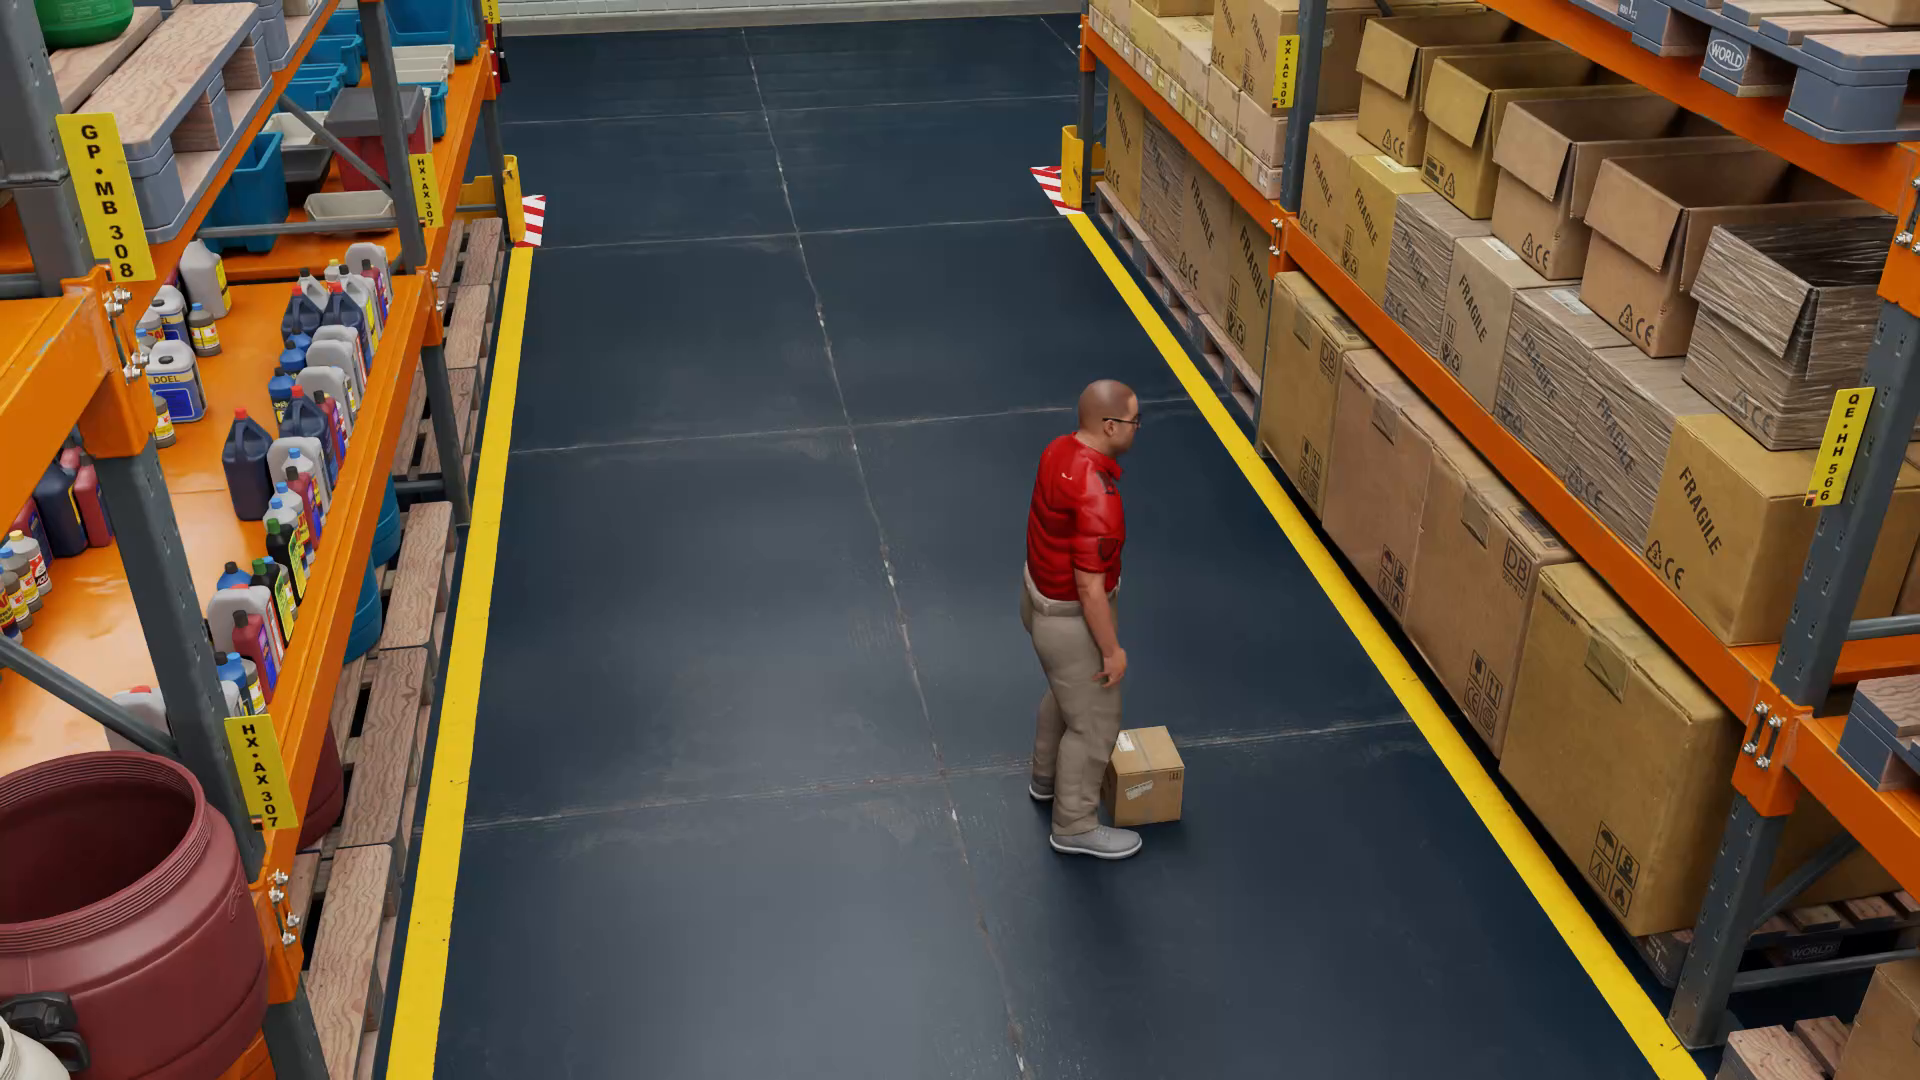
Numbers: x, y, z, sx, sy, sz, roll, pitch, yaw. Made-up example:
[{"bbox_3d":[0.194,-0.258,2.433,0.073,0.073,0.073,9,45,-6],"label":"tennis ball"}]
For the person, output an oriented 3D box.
[{"bbox_3d":[0.417,0.257,5.708,0.381,1.727,0.595,-6,31,-10],"label":"person"}]
